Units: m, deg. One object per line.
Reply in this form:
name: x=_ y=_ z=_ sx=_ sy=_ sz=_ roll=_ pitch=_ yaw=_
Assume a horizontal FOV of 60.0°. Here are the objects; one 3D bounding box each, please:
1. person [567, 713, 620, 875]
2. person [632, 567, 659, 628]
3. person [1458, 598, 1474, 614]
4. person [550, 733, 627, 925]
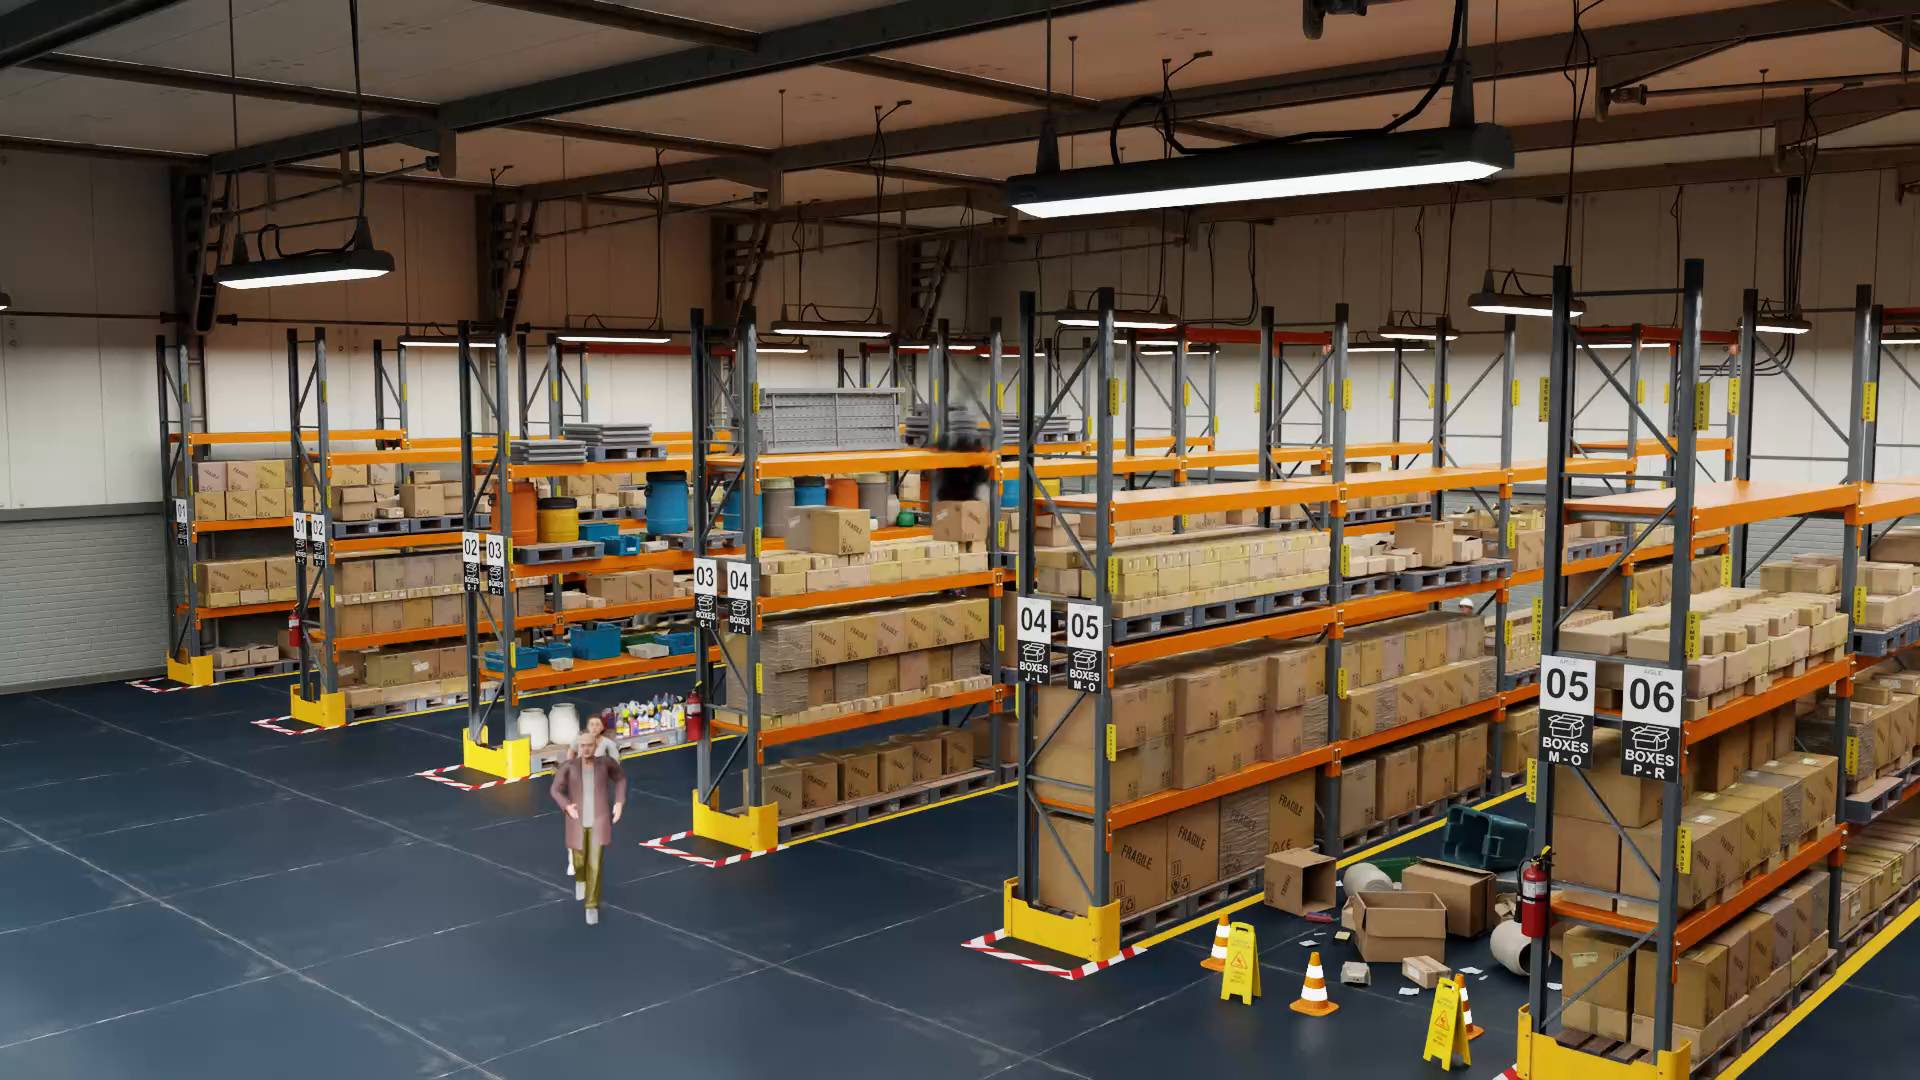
person: x=-3.941 y=2.683 z=17.908 sx=0.587 sy=1.679 sz=0.894 roll=0 pitch=5 yaw=-4
person: x=-6.073 y=1.342 z=32.104 sx=0.606 sy=1.626 sz=0.537 roll=4 pitch=7 yaw=34
person: x=8.065 y=1.814 z=26.452 sx=0.640 sy=1.795 sz=0.777 roll=5 pitch=7 yaw=43
person: x=-3.627 y=2.761 z=16.263 sx=0.730 sy=1.789 sz=0.898 roll=-1 pitch=5 yaw=-10
